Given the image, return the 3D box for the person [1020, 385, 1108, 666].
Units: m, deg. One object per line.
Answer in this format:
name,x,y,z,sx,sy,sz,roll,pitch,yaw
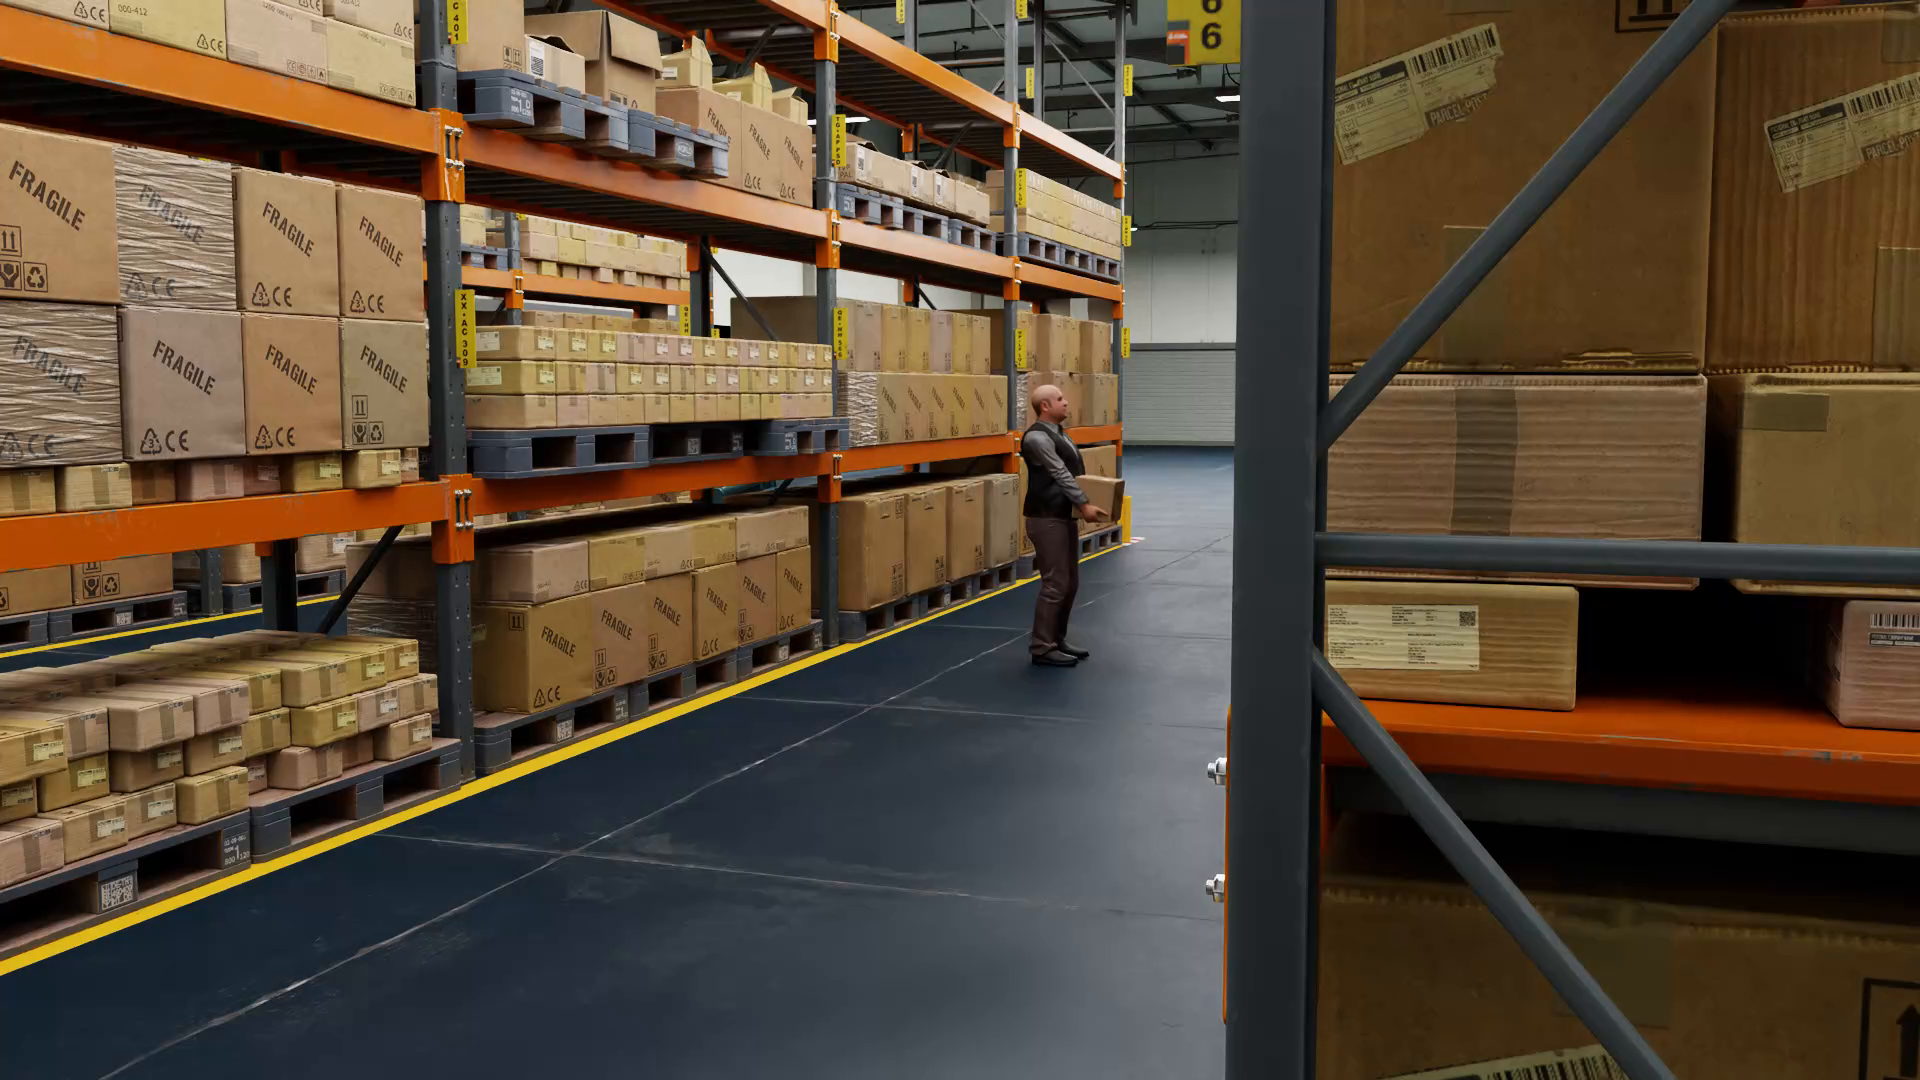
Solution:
person,0.678,-0.098,10.260,0.559,1.711,0.494,2,5,20
